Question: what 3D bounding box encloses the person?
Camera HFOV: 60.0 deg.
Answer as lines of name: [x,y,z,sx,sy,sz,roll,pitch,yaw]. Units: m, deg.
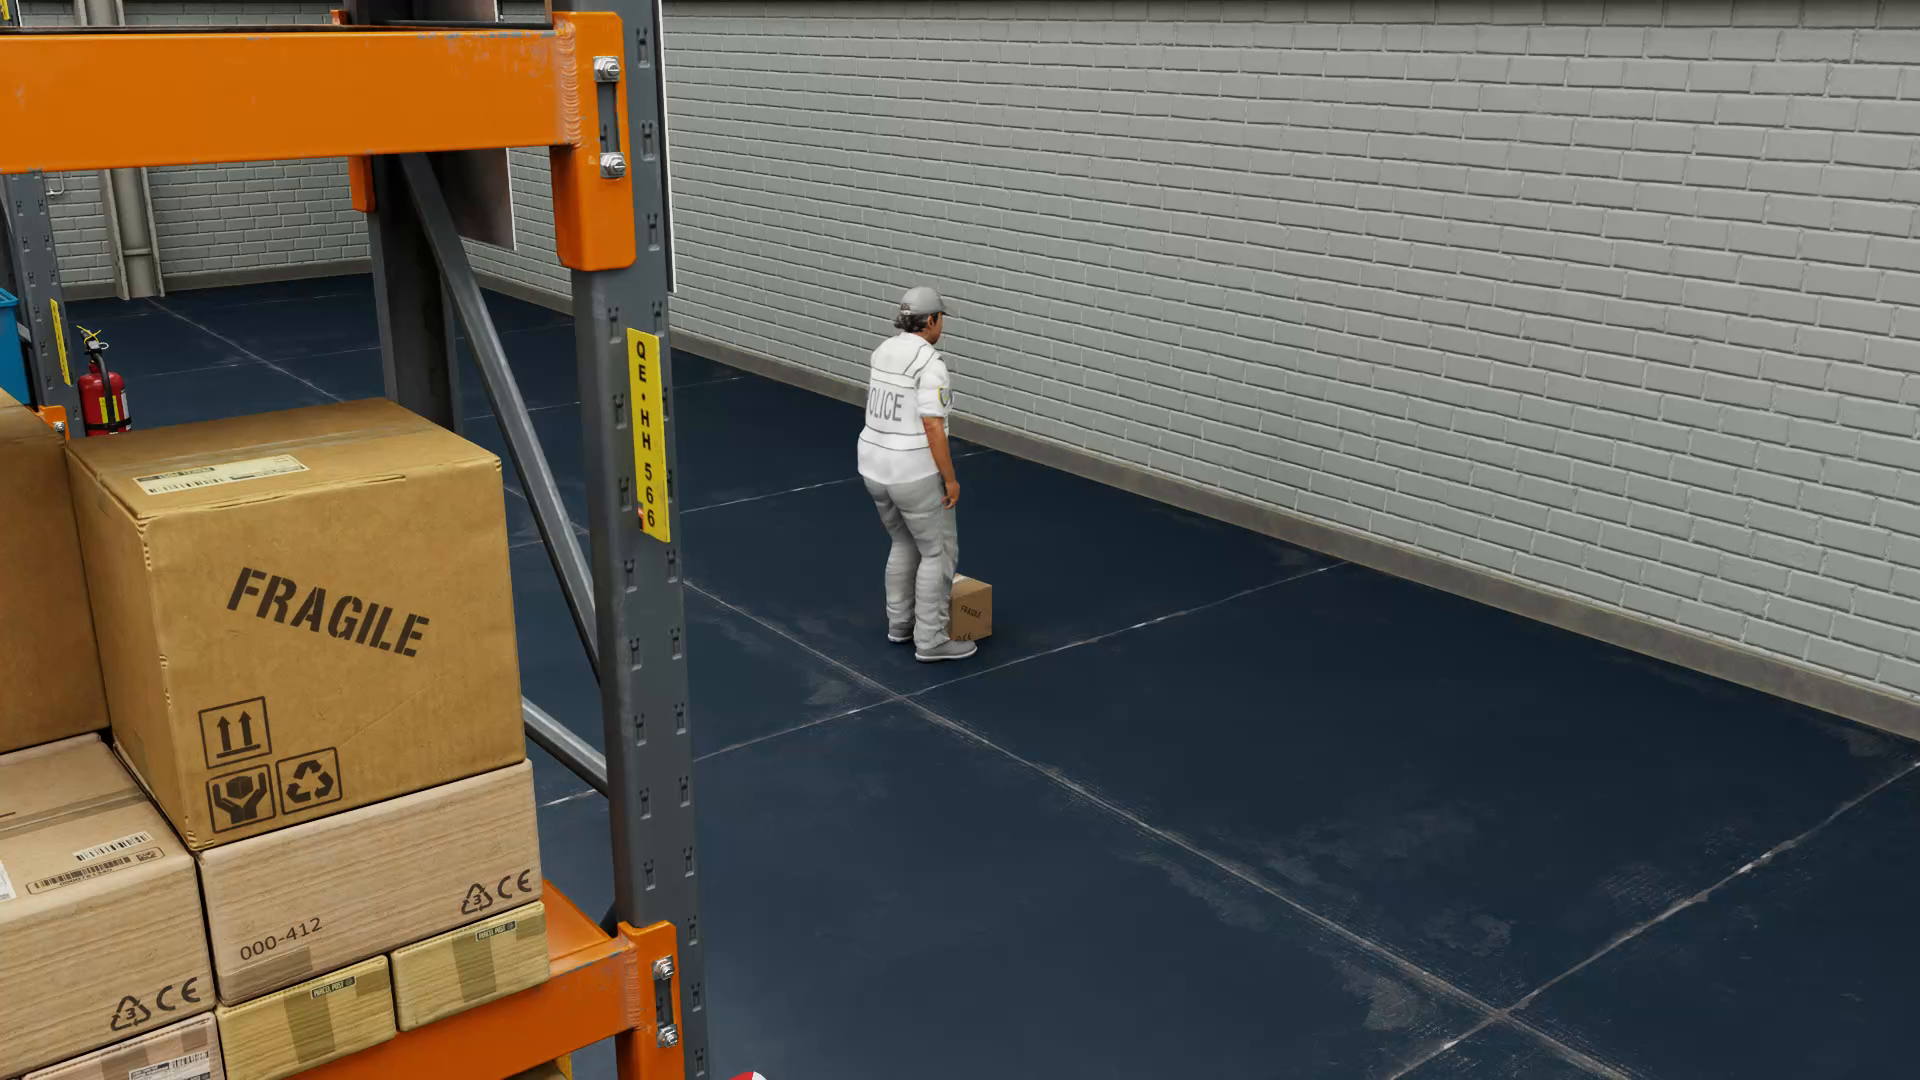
person: [-0.193,-0.301,7.478,0.465,1.666,0.538,-13,22,-36]
